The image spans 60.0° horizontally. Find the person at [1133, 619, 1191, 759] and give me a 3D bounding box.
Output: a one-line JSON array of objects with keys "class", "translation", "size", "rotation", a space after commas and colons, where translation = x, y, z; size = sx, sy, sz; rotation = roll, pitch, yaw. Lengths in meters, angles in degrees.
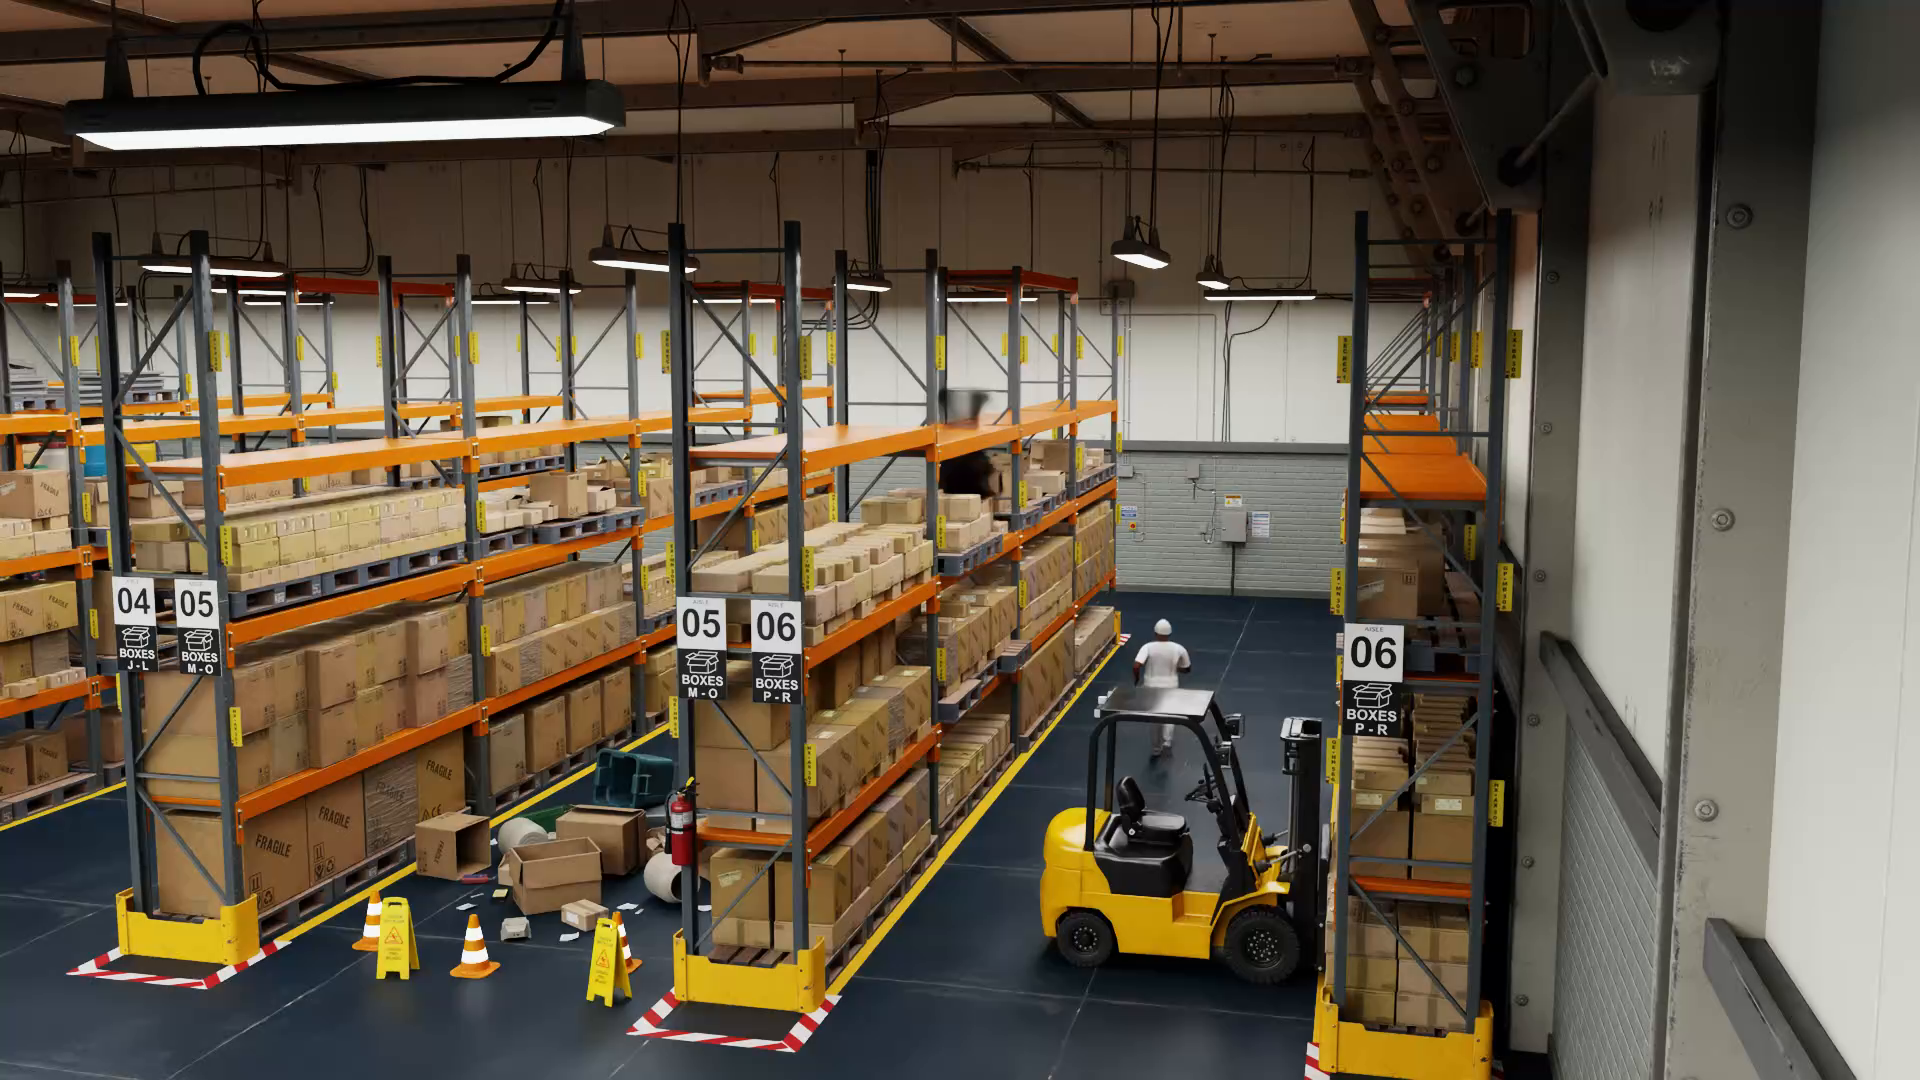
[{"class": "person", "translation": [2.465, 1.824, 20.286], "size": [0.699, 1.746, 0.931], "rotation": [1, 7, 8]}]
